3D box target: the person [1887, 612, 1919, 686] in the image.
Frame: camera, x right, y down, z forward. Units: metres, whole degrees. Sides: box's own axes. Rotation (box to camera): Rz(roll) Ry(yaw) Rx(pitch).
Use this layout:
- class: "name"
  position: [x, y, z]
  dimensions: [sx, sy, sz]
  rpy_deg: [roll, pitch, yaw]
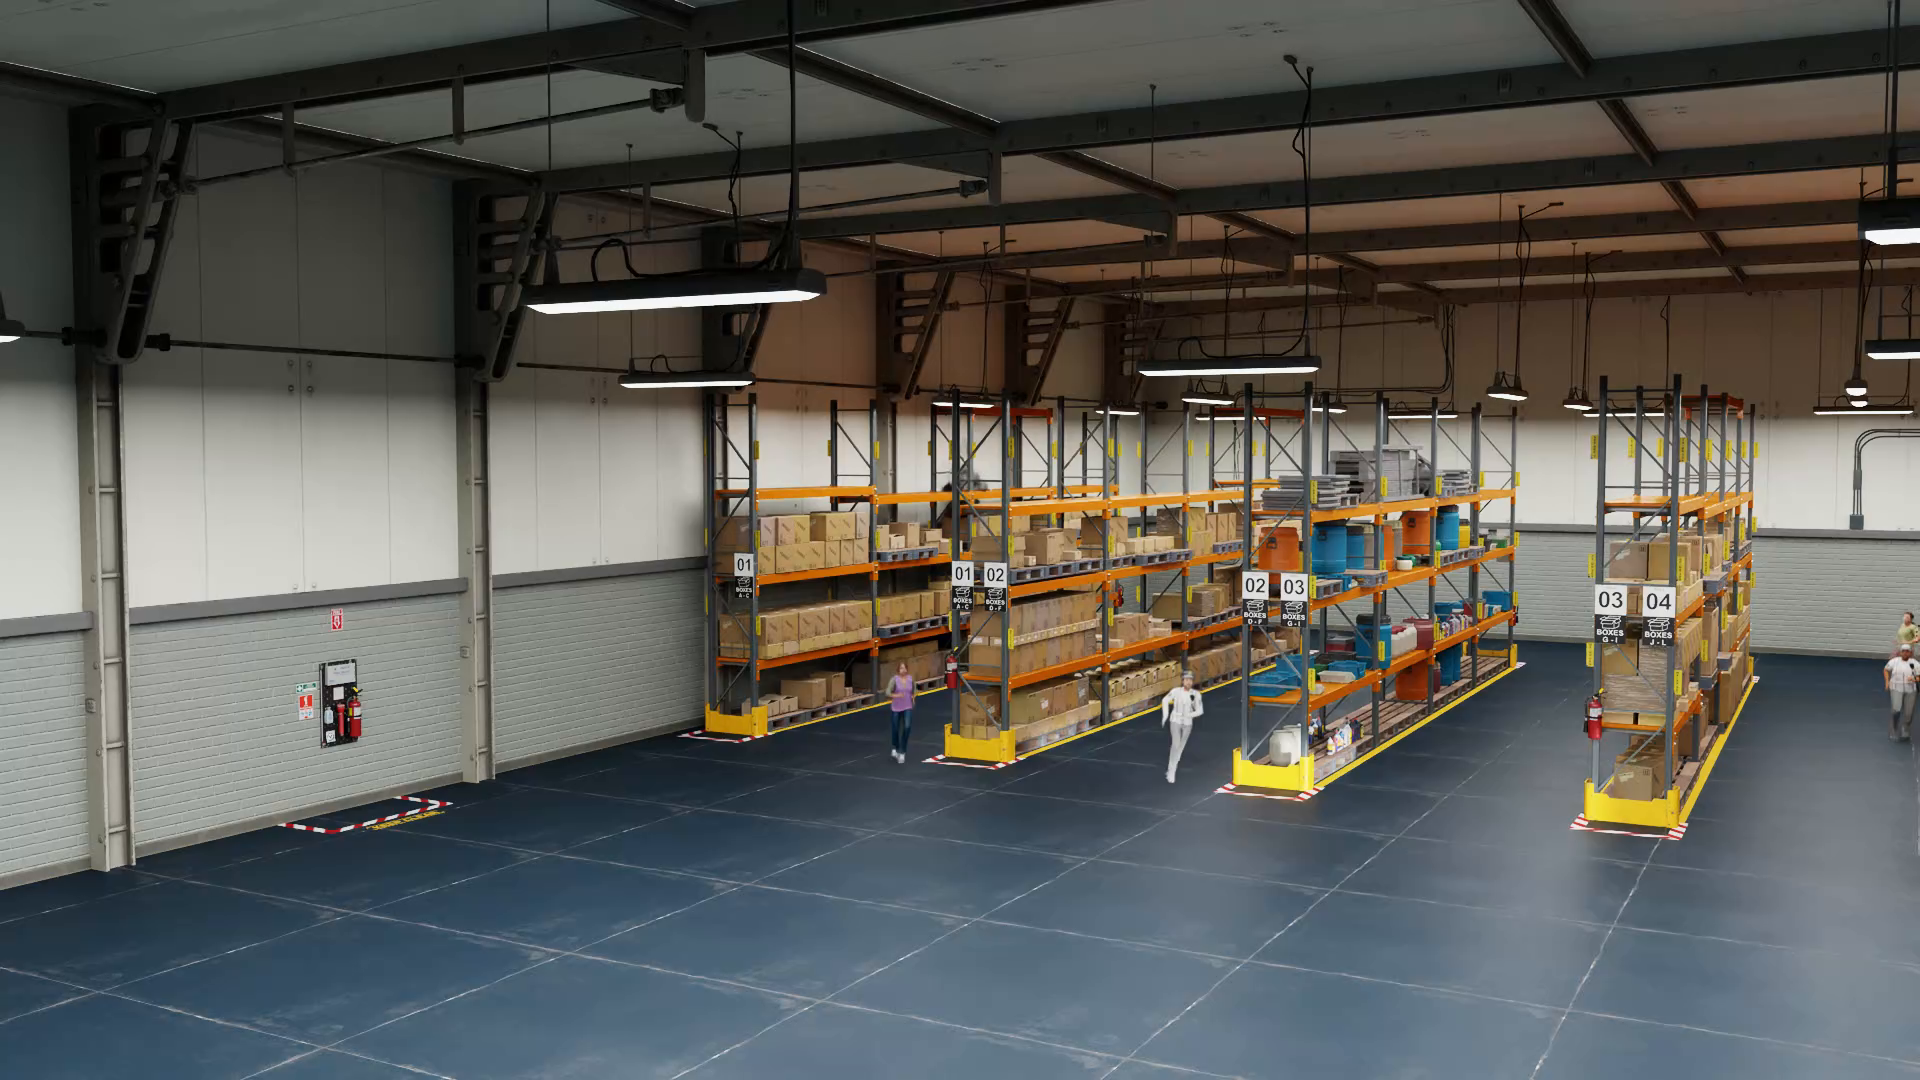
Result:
- class: "person"
  position: [20.042, 2.318, 35.200]
  dimensions: [0.614, 1.606, 0.593]
  rpy_deg: [0, 3, -8]

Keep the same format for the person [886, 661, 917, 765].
- class: "person"
  position: [-0.938, 2.750, 26.703]
  dimensions: [0.535, 1.622, 0.686]
  rpy_deg: [0, 3, -9]

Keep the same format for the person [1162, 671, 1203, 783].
- class: "person"
  position: [3.377, 2.800, 25.167]
  dimensions: [0.595, 1.663, 0.659]
  rpy_deg: [0, 3, 0]

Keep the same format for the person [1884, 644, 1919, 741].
- class: "person"
  position: [16.250, 2.629, 28.642]
  dimensions: [0.581, 1.674, 0.680]
  rpy_deg: [1, 3, 25]
